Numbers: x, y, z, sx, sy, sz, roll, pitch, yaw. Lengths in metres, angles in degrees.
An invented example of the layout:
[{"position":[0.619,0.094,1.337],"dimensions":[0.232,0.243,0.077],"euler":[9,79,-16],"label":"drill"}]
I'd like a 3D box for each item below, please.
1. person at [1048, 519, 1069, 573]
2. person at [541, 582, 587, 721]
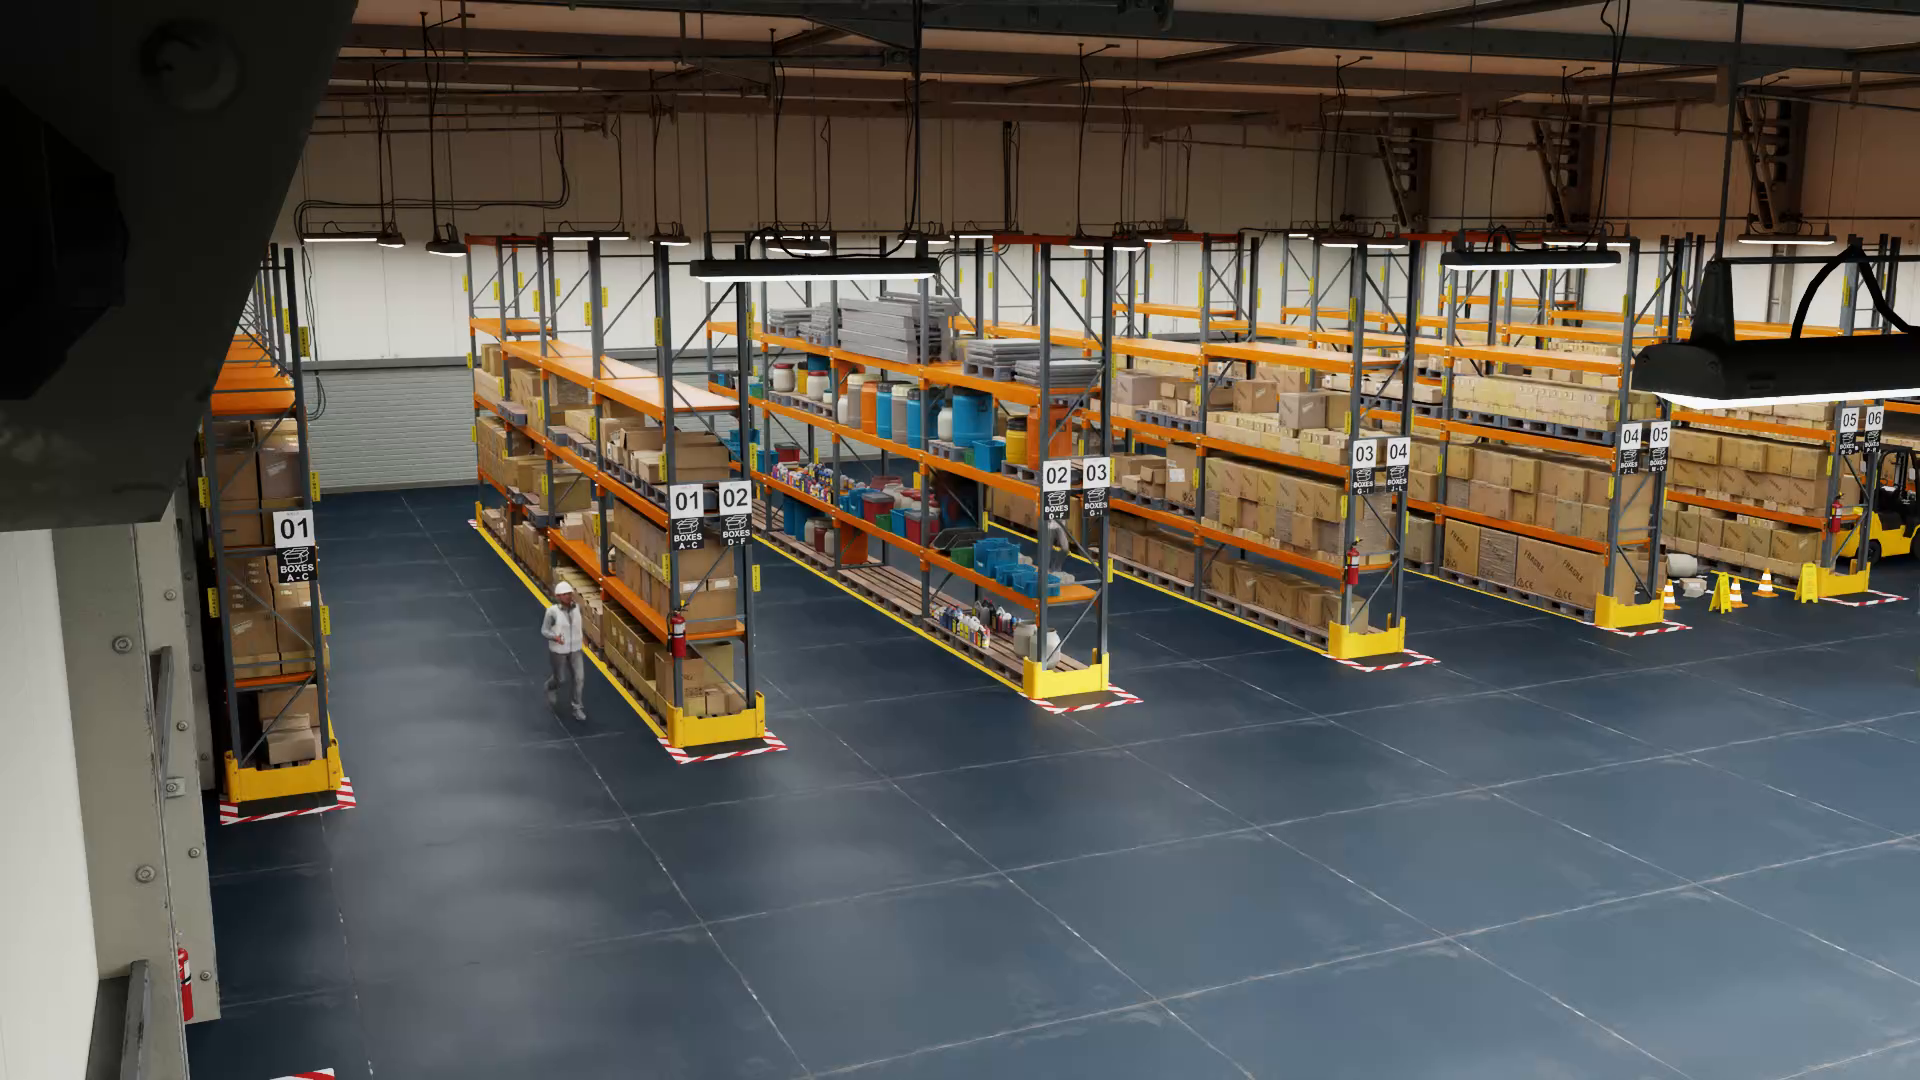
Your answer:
[{"position":[1.637,-0.173,28.156],"dimensions":[0.549,1.720,0.643],"euler":[-5,12,-26],"label":"person"},{"position":[-5.080,1.385,21.353],"dimensions":[0.646,1.764,0.927],"euler":[-8,14,-35],"label":"person"}]
